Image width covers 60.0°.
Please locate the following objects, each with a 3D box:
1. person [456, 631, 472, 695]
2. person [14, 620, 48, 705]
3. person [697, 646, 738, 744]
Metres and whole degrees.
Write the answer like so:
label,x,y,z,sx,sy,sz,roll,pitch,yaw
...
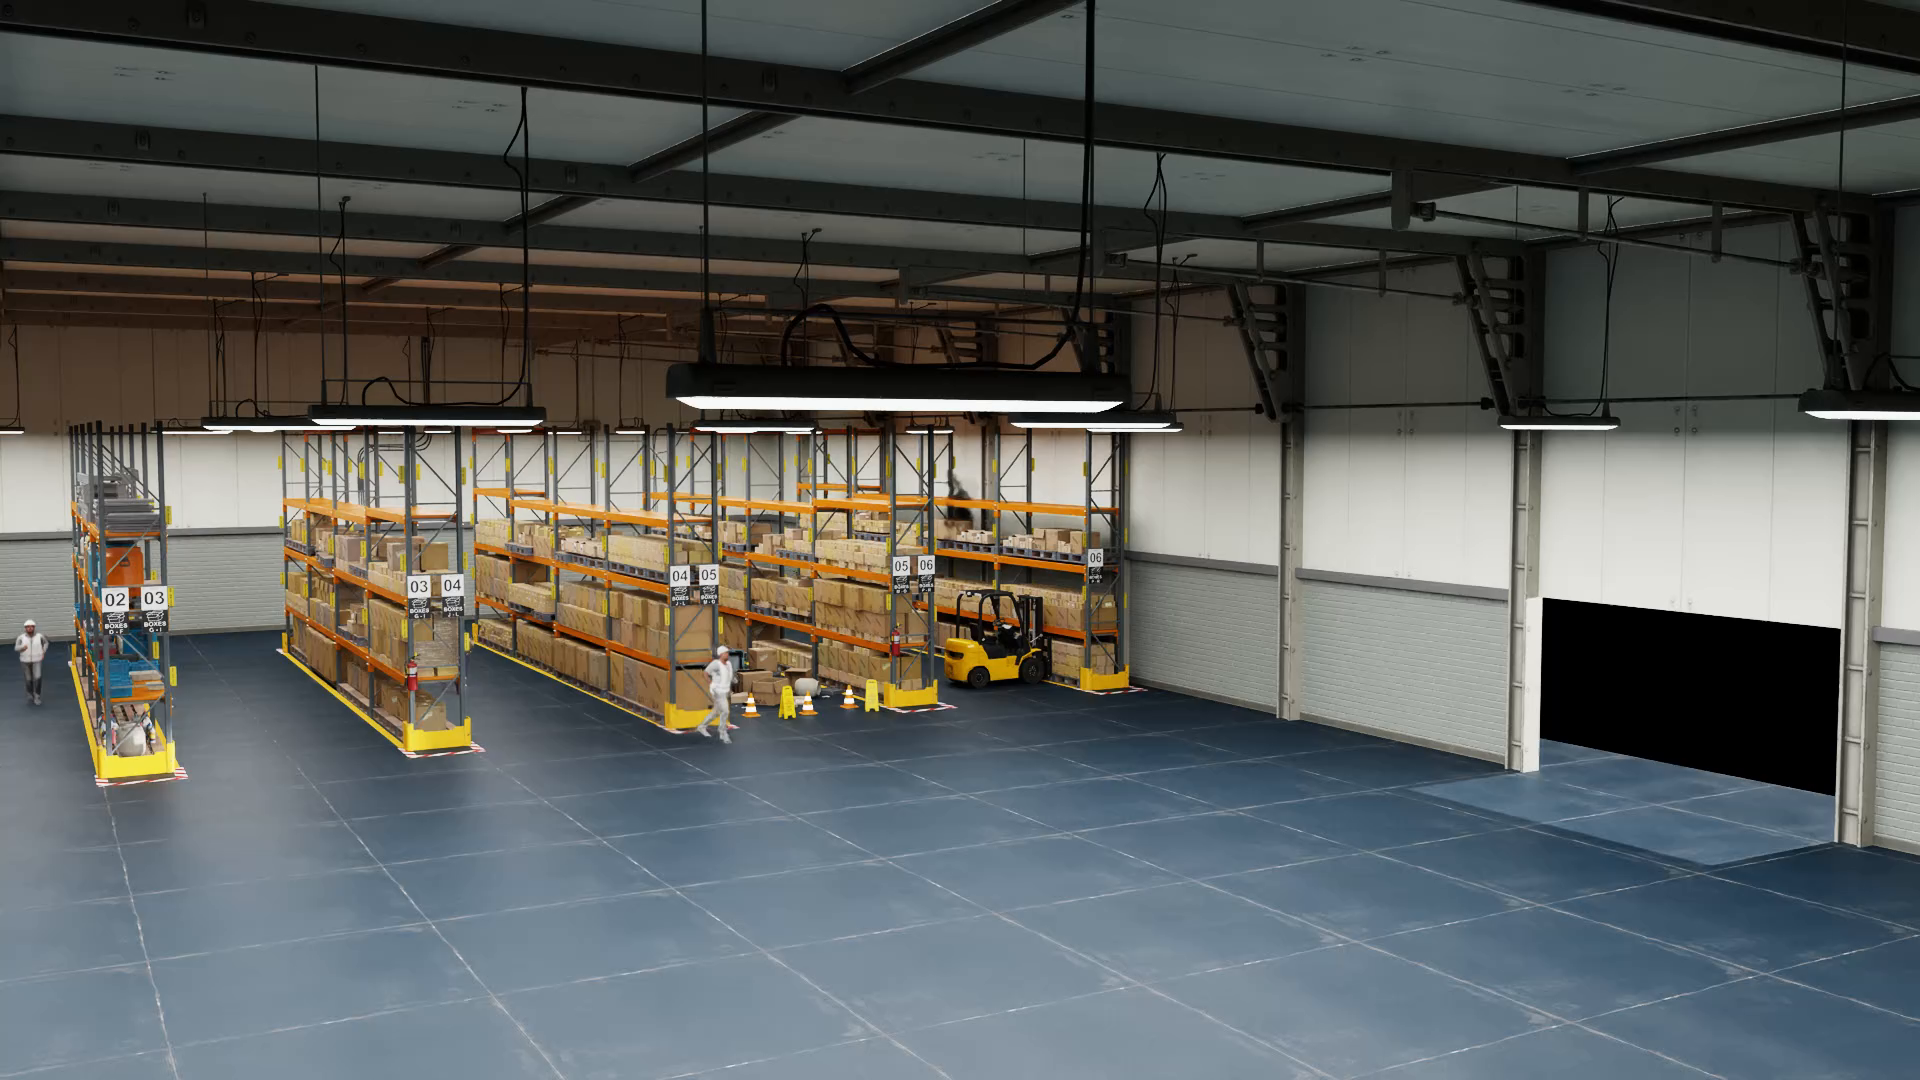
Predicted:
label,x,y,z,sx,sy,sz,roll,pitch,yaw
person,-11.229,2.628,37.262,0.602,1.628,0.612,-2,4,-28
person,-19.945,2.632,35.728,0.639,1.828,0.734,-2,4,-28
person,-4.578,2.906,31.388,0.799,1.835,0.673,1,4,18
